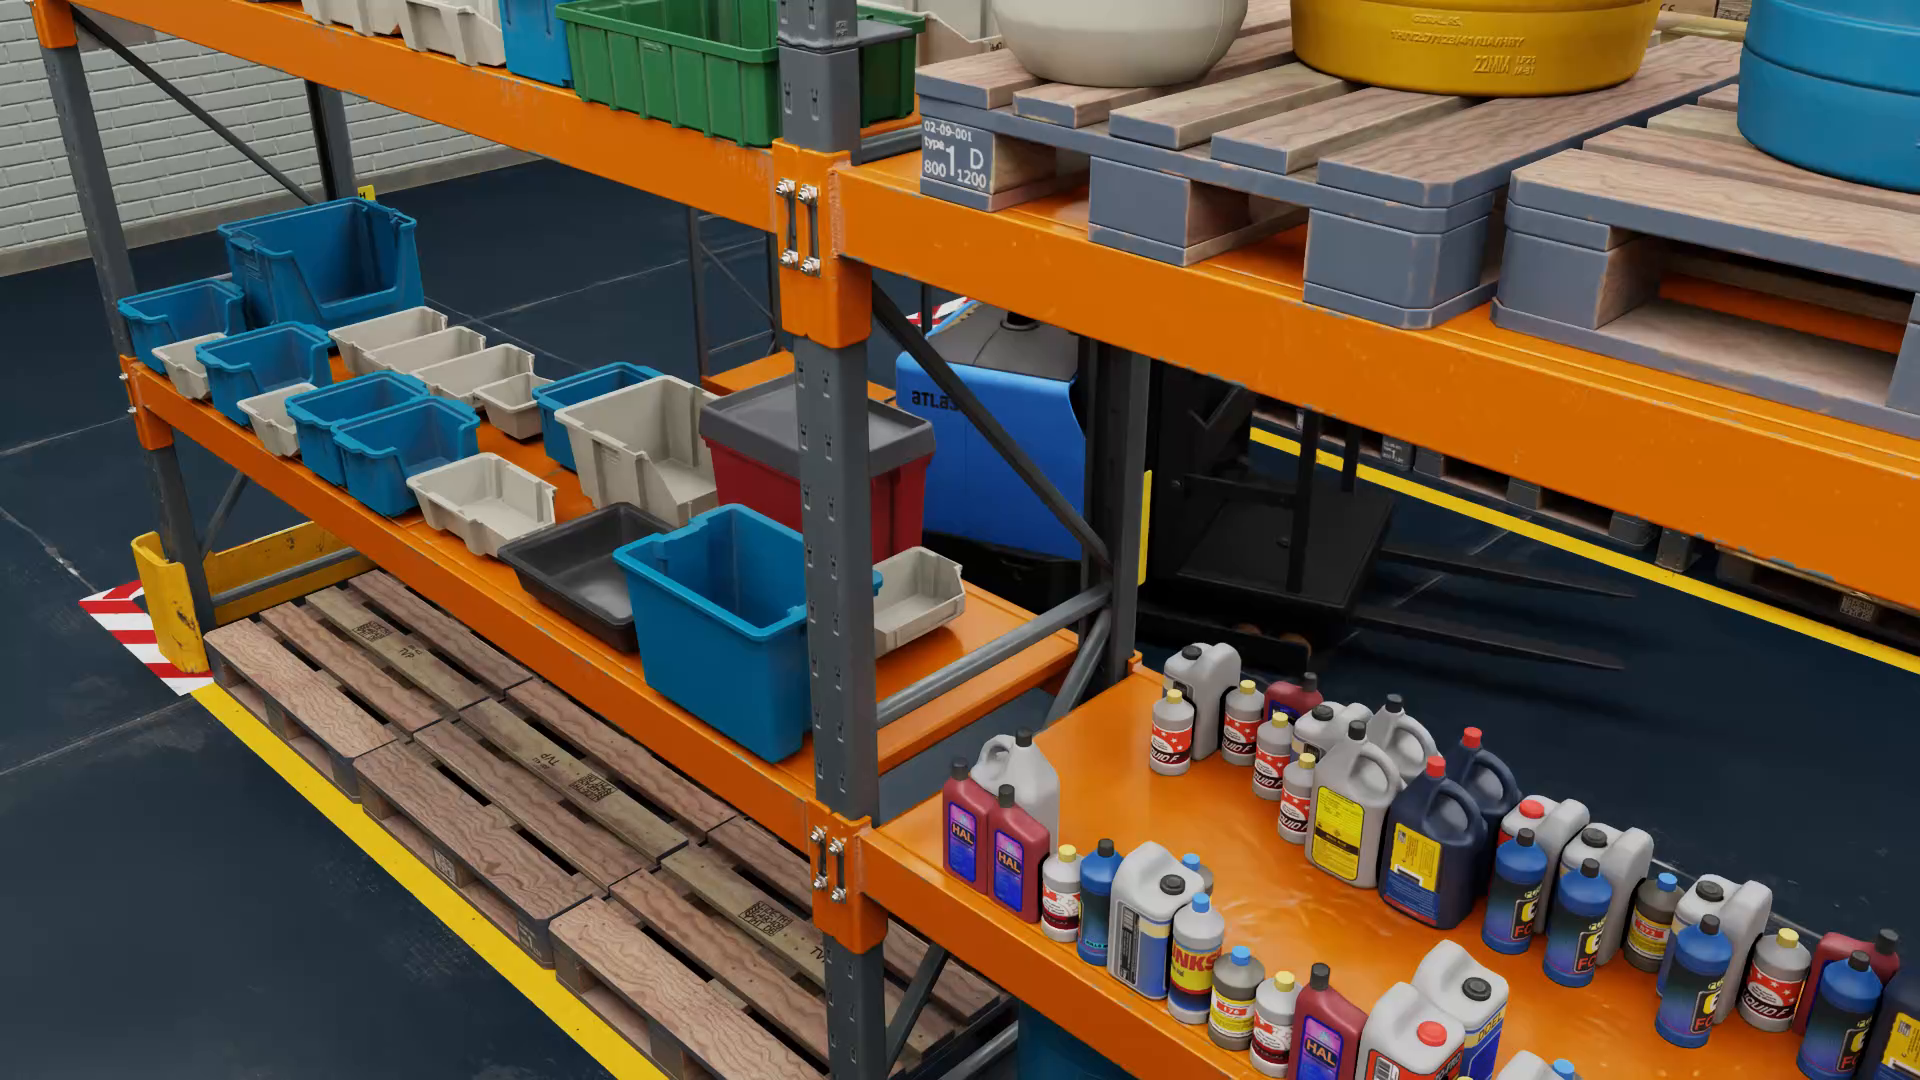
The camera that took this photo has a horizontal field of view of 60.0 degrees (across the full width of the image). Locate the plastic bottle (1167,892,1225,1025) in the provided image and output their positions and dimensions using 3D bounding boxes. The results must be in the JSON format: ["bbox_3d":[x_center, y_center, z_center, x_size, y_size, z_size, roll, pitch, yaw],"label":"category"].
[{"bbox_3d":[0.451,0.788,3.167,0.097,0.271,0.097,0,28,0],"label":"plastic bottle"}]

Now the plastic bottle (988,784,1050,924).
[{"bbox_3d":[0.121,0.643,3.429,0.133,0.283,0.061,25,36,38],"label":"plastic bottle"}]

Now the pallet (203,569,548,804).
[{"bbox_3d":[-2.228,0.498,6.576,1.213,0.211,1.003,25,36,38],"label":"pallet"}]

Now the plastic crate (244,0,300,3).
[{"bbox_3d":[-1.892,-1.729,4.658,0.767,0.338,0.504,25,36,38],"label":"plastic crate"}]

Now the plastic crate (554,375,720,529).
[{"bbox_3d":[-0.896,-0.246,5.059,0.530,0.282,0.437,25,36,38],"label":"plastic crate"}]

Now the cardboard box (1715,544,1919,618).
[{"bbox_3d":[4.006,-0.400,7.119,0.875,0.875,1.225,25,36,39],"label":"cardboard box"}]

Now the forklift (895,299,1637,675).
[{"bbox_3d":[1.278,-1.035,6.569,3.031,2.935,1.130,12,30,21],"label":"forklift"}]

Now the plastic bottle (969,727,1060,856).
[{"bbox_3d":[0.116,0.544,3.545,0.185,0.351,0.144,25,36,38],"label":"plastic bottle"}]

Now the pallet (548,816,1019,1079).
[{"bbox_3d":[-0.488,1.294,5.062,1.213,0.211,1.003,25,36,38],"label":"pallet"}]

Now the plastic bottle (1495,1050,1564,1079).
[{"bbox_3d":[0.952,0.997,2.764,0.135,0.276,0.152,25,36,38],"label":"plastic bottle"}]

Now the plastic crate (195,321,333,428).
[{"bbox_3d":[-2.374,-0.566,5.719,0.300,0.233,0.416,25,36,38],"label":"plastic crate"}]

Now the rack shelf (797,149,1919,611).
[{"bbox_3d":[1.489,-0.070,2.209,4.000,0.370,1.077,25,36,38],"label":"rack shelf"}]

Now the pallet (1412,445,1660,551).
[{"bbox_3d":[3.048,-0.397,8.277,1.213,0.211,1.003,25,36,38],"label":"pallet"}]

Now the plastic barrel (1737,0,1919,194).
[{"bbox_3d":[1.388,-0.942,2.106,0.708,0.901,0.600,25,36,38],"label":"plastic barrel"}]

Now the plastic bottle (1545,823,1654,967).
[{"bbox_3d":[1.287,0.691,3.346,0.135,0.276,0.152,25,36,38],"label":"plastic bottle"}]

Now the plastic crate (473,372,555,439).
[{"bbox_3d":[-1.444,-0.449,5.601,0.250,0.136,0.298,25,36,38],"label":"plastic crate"}]

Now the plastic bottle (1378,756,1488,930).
[{"bbox_3d":[0.979,0.608,3.423,0.185,0.351,0.144,25,36,38],"label":"plastic bottle"}]

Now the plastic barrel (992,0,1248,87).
[{"bbox_3d":[0.263,-1.032,2.669,0.433,0.535,0.433,0,28,0],"label":"plastic barrel"}]

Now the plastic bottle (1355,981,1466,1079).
[{"bbox_3d":[0.787,0.922,2.908,0.135,0.276,0.152,25,36,38],"label":"plastic bottle"}]

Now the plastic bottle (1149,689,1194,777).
[{"bbox_3d":[0.497,0.444,3.897,0.097,0.201,0.097,0,28,0],"label":"plastic bottle"}]

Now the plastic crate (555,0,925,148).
[{"bbox_3d":[-0.451,-0.985,3.404,0.662,0.188,0.450,25,36,38],"label":"plastic crate"}]

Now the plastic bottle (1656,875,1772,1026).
[{"bbox_3d":[1.452,0.767,3.202,0.135,0.276,0.152,25,36,38],"label":"plastic bottle"}]

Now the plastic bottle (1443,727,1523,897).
[{"bbox_3d":[1.080,0.560,3.514,0.185,0.351,0.144,25,36,38],"label":"plastic bottle"}]

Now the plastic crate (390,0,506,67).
[{"bbox_3d":[-1.110,-1.213,3.893,0.466,0.136,0.293,25,36,38],"label":"plastic crate"}]

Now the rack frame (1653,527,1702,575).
[{"bbox_3d":[3.536,-1.357,7.107,0.127,3.000,1.000,25,36,38],"label":"rack frame"}]

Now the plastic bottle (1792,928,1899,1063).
[{"bbox_3d":[1.649,0.824,3.086,0.133,0.283,0.061,25,36,38],"label":"plastic bottle"}]

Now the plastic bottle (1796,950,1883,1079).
[{"bbox_3d":[1.607,0.861,3.028,0.097,0.271,0.097,0,28,0],"label":"plastic bottle"}]

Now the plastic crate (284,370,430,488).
[{"bbox_3d":[-1.905,-0.351,5.310,0.300,0.233,0.416,25,36,38],"label":"plastic crate"}]

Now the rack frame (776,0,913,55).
[{"bbox_3d":[0.063,-2.368,2.585,0.127,3.000,1.000,25,36,38],"label":"rack frame"}]

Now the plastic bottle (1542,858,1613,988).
[{"bbox_3d":[1.213,0.740,3.257,0.097,0.271,0.097,0,28,0],"label":"plastic bottle"}]

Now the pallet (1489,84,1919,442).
[{"bbox_3d":[1.502,-0.365,2.200,1.213,0.211,1.003,25,36,38],"label":"pallet"}]

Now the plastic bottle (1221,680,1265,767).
[{"bbox_3d":[0.673,0.425,3.932,0.097,0.201,0.097,0,28,0],"label":"plastic bottle"}]

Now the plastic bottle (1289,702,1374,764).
[{"bbox_3d":[0.831,0.482,3.743,0.135,0.276,0.152,25,36,38],"label":"plastic bottle"}]

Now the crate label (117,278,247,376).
[{"bbox_3d":[-2.844,-0.781,6.127,0.303,0.233,0.416,25,36,38],"label":"crate label"}]

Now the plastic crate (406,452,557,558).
[{"bbox_3d":[-1.389,-0.091,4.919,0.466,0.136,0.293,25,36,38],"label":"plastic crate"}]

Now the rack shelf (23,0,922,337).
[{"bbox_3d":[-1.363,-1.375,4.692,4.000,0.370,1.077,25,36,38],"label":"rack shelf"}]

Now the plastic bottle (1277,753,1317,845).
[{"bbox_3d":[0.757,0.563,3.670,0.097,0.201,0.097,0,28,0],"label":"plastic bottle"}]

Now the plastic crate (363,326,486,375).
[{"bbox_3d":[-1.884,-0.623,5.930,0.243,0.136,0.396,25,36,38],"label":"plastic crate"}]

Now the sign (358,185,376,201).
[{"bbox_3d":[-2.415,-1.278,6.783,0.005,0.325,0.100,25,36,38],"label":"sign"}]

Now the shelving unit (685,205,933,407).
[{"bbox_3d":[-0.681,-0.781,7.623,1.083,1.500,0.587,23,36,37],"label":"shelving unit"}]

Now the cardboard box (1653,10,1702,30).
[{"bbox_3d":[3.028,-2.158,7.667,0.500,0.500,0.500,25,36,38],"label":"cardboard box"}]

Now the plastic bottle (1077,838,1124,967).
[{"bbox_3d":[0.285,0.712,3.311,0.097,0.271,0.097,0,28,0],"label":"plastic bottle"}]

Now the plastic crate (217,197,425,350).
[{"bbox_3d":[-2.419,-1.013,6.351,0.499,0.435,0.616,25,36,38],"label":"plastic crate"}]

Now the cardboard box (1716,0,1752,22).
[{"bbox_3d":[5.467,-3.718,11.171,0.500,0.500,0.500,23,36,37],"label":"cardboard box"}]

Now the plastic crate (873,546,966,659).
[{"bbox_3d":[-0.168,0.178,4.408,0.243,0.136,0.396,25,36,38],"label":"plastic crate"}]

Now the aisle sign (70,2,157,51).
[{"bbox_3d":[-3.049,-2.094,5.715,0.004,0.787,0.394,25,36,38],"label":"aisle sign"}]

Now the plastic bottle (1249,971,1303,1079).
[{"bbox_3d":[0.590,0.882,3.063,0.097,0.201,0.097,0,28,0],"label":"plastic bottle"}]

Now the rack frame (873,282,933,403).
[{"bbox_3d":[-0.301,-0.617,7.313,0.032,1.500,0.500,23,36,37],"label":"rack frame"}]

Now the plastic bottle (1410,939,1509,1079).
[{"bbox_3d":[0.893,0.871,3.004,0.135,0.276,0.152,25,36,38],"label":"plastic bottle"}]
